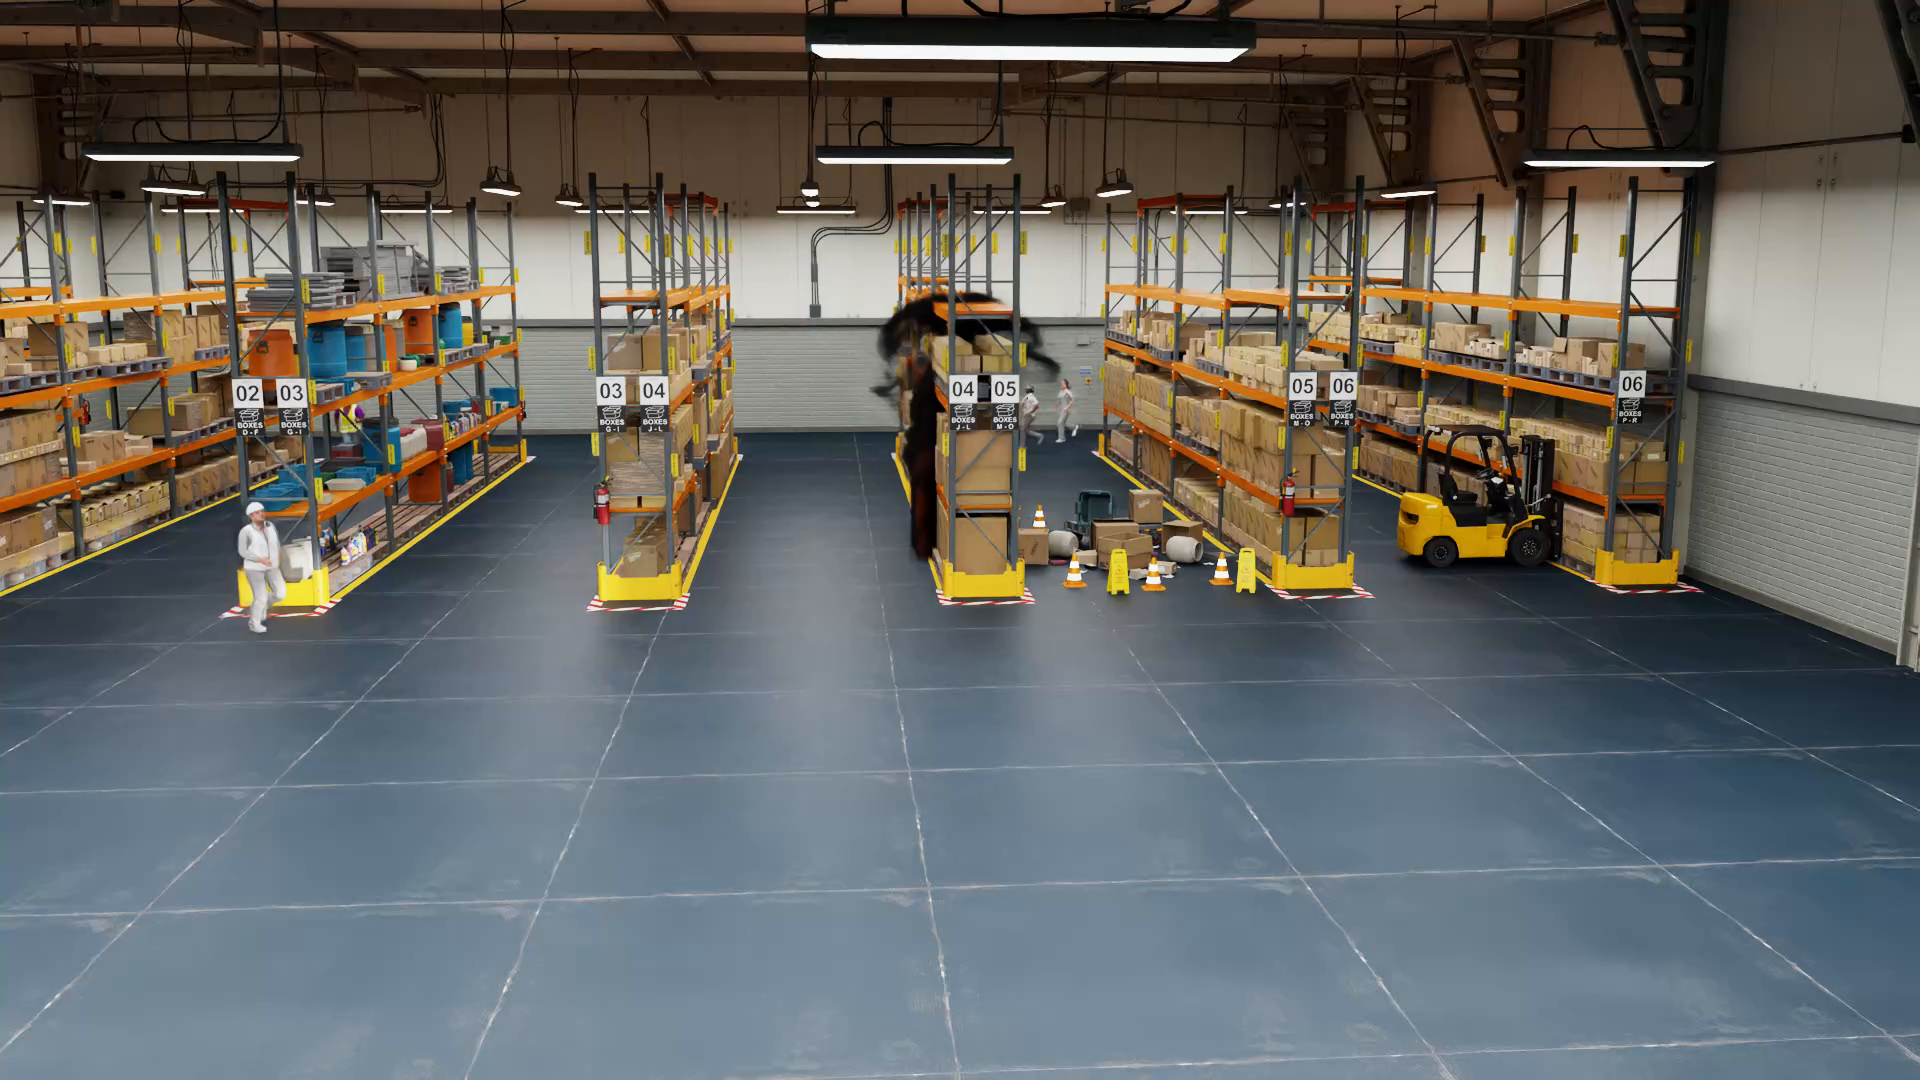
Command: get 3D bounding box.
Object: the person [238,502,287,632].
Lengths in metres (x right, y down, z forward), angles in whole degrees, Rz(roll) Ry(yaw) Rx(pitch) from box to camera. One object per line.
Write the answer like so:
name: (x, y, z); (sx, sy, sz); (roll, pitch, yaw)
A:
person: (-9.078, 0.354, 21.734); (0.645, 1.728, 0.688); (7, 12, 34)

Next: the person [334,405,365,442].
person: (-13.675, -2.396, 37.309); (0.695, 1.781, 0.833); (-2, 10, -11)

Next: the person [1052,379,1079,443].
person: (2.790, -3.345, 42.997); (0.720, 1.627, 0.556); (-5, 11, -26)

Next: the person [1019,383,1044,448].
person: (1.731, -3.030, 41.158); (0.791, 1.680, 0.578); (-2, 10, -12)
